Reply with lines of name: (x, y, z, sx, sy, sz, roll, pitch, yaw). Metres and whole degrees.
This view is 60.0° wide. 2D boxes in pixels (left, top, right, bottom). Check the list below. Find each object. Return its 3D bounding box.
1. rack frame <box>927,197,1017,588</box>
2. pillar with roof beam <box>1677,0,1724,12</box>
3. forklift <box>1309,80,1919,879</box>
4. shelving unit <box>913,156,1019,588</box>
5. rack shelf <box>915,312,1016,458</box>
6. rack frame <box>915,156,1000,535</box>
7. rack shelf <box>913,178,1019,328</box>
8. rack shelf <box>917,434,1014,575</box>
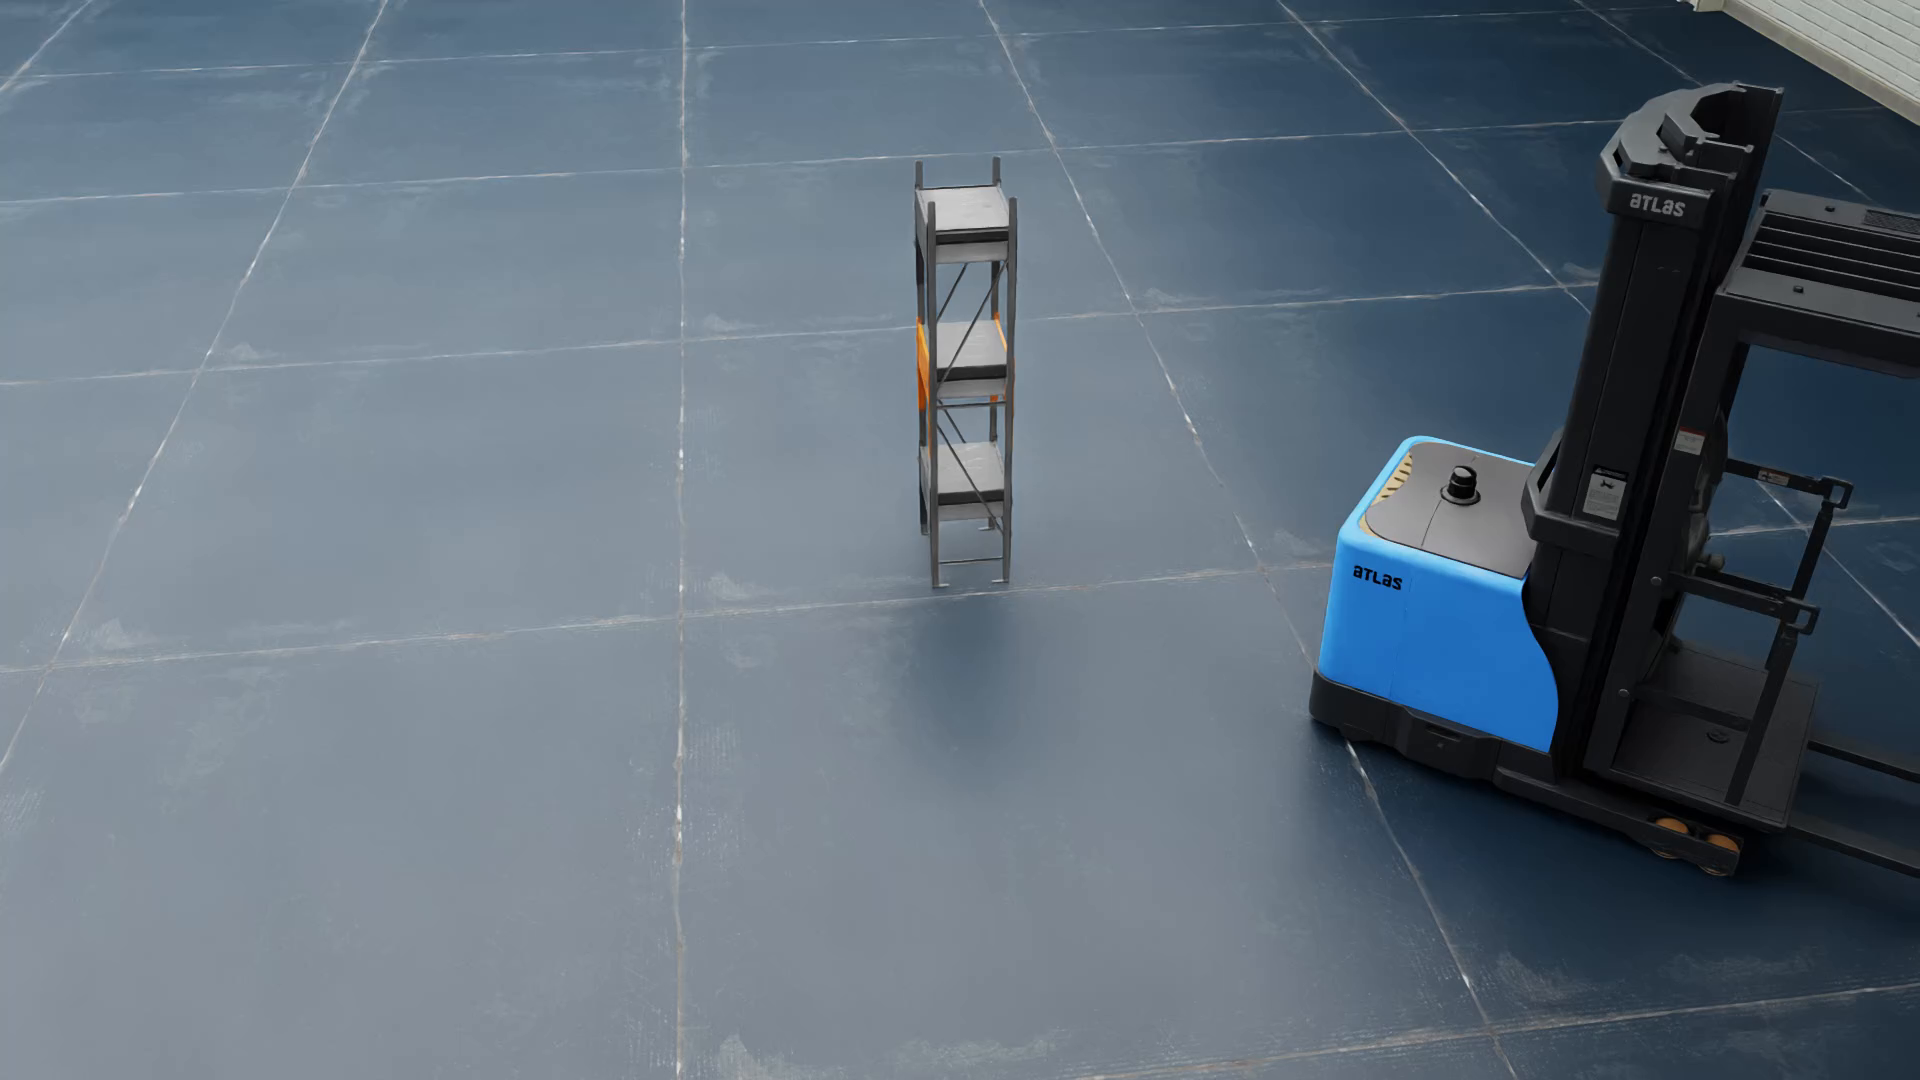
rack frame: (0.055, -0.639, 7.952, 0.400, 2.100, 0.015, -4, 35, -6)
pillar with roof beam: (3.221, -8.799, 13.799, 9.100, 9.000, 0.400, -4, 35, -6)
forklift: (3.128, -0.174, 6.531, 3.031, 2.935, 1.130, 18, 38, 25)
shelving unit: (0.022, -0.775, 8.152, 0.431, 2.100, 0.503, -4, 35, -6)
rack shelf: (0.022, -0.764, 8.159, 0.431, 0.518, 0.480, -4, 35, -6)
rack frame: (-0.011, -0.911, 8.352, 0.400, 2.100, 0.015, -4, 35, -6)
rack shelf: (0.022, -1.342, 7.765, 0.431, 0.518, 0.480, -4, 35, -6)
rack shelf: (0.022, -0.186, 8.554, 0.431, 0.518, 0.480, -4, 35, -6)
